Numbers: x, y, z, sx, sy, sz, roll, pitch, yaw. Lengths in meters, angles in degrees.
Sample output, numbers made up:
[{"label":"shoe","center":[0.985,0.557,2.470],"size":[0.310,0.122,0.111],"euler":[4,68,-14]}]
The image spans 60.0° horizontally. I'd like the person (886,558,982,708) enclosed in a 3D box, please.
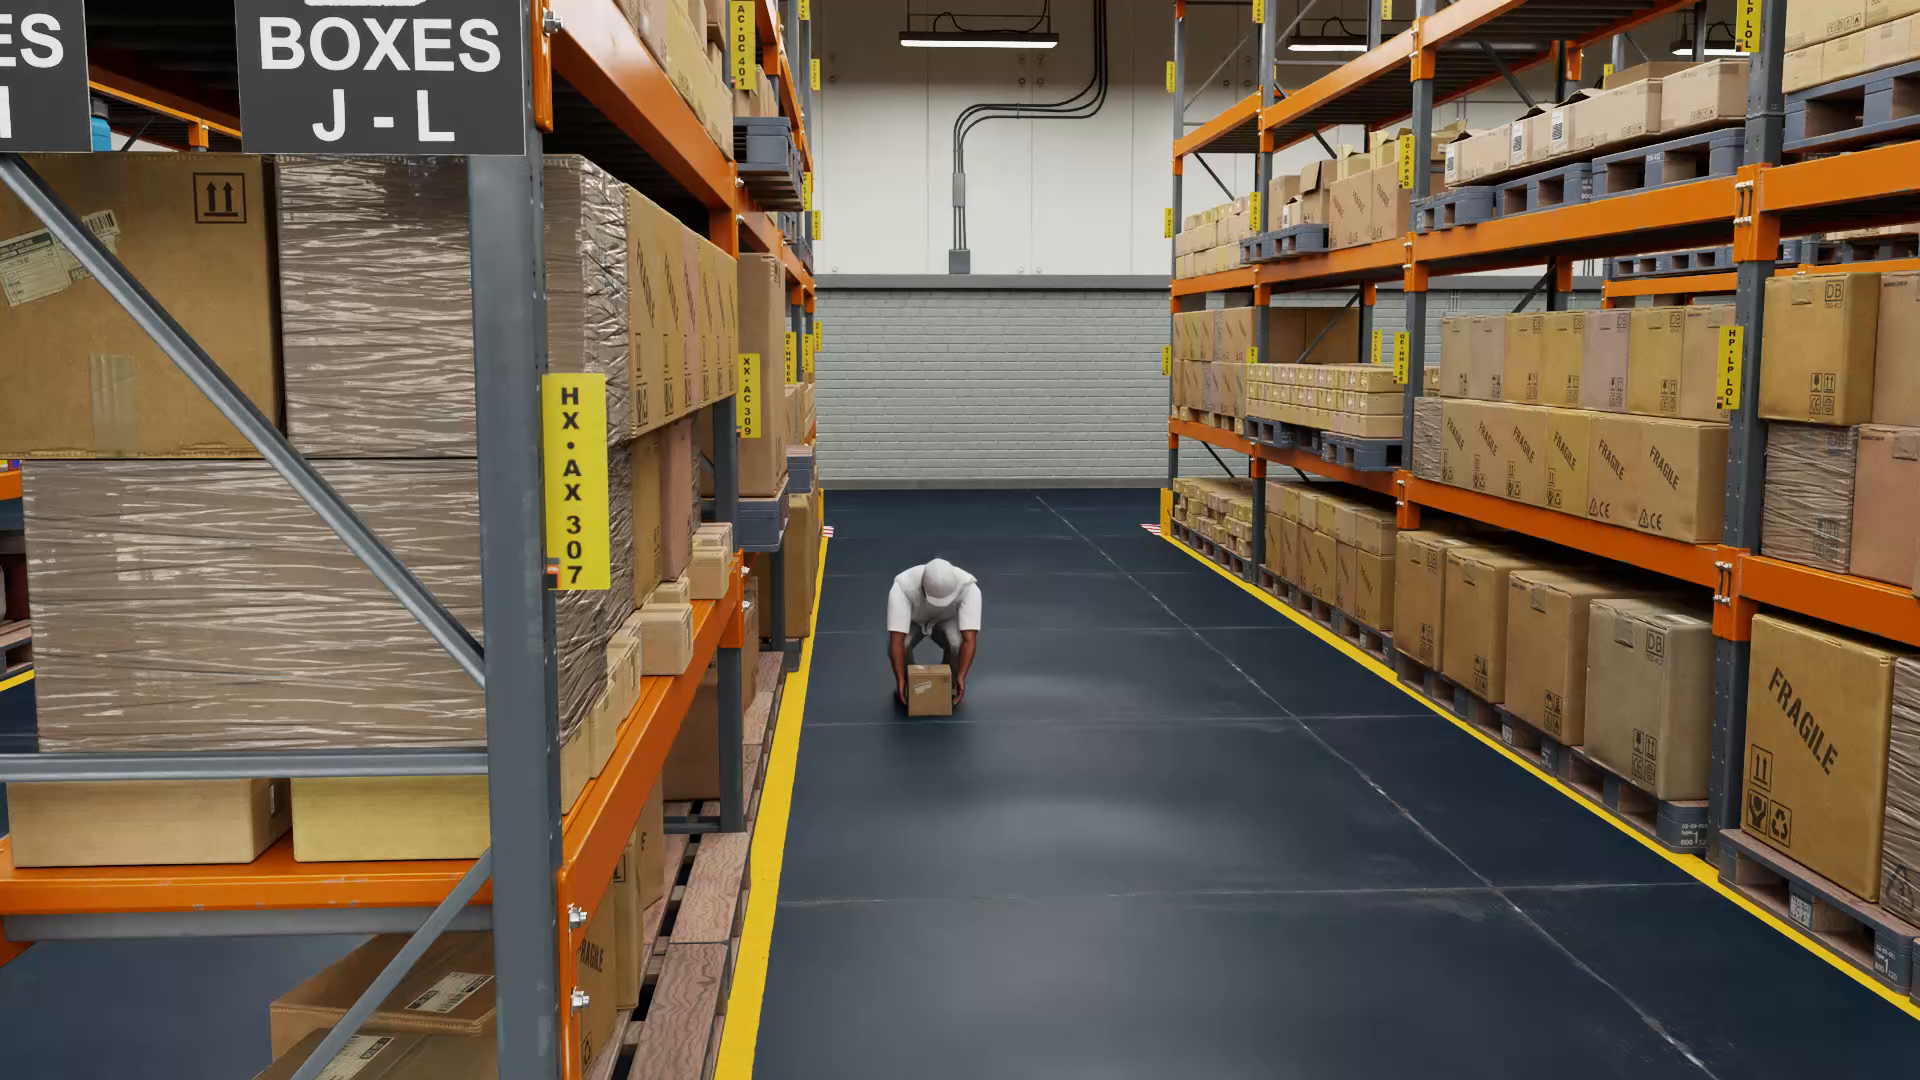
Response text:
[{"label":"person","center":[-0.156,0.515,10.000],"size":[0.568,0.903,0.896],"euler":[0,7,-1]}]
